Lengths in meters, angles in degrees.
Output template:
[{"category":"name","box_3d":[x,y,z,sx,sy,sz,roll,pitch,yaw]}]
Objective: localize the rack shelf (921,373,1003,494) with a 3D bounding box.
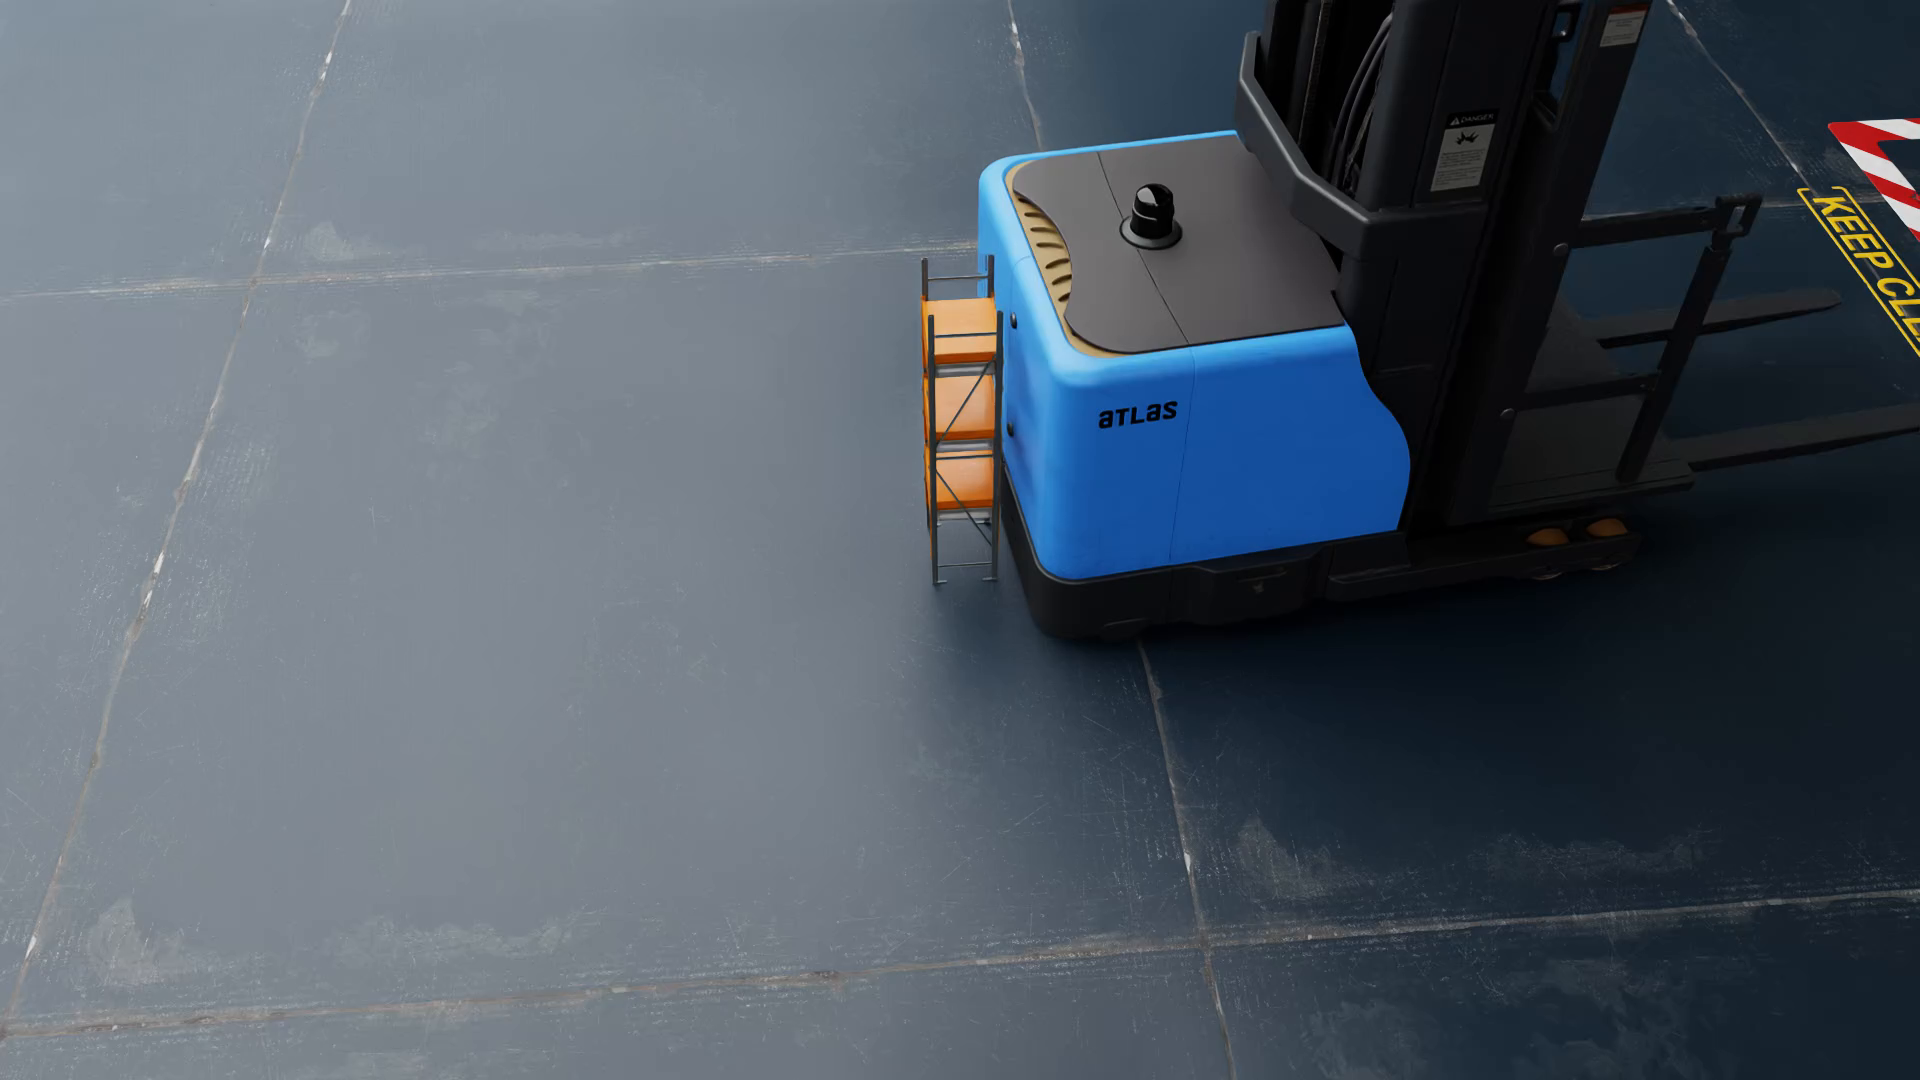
[{"category":"rack shelf","box_3d":[0.005,-0.315,4.840,0.215,0.259,0.240,-3,47,-3]}]

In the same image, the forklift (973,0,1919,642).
[{"category":"forklift","box_3d":[1.612,-1.254,4.419,3.031,2.935,1.130,-9,47,-8]}]

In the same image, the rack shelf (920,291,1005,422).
[{"category":"rack shelf","box_3d":[0.005,-0.510,4.634,0.215,0.259,0.240,-3,47,-3]}]

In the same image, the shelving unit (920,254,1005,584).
[{"category":"shelving unit","box_3d":[0.005,-0.322,4.832,0.215,1.050,0.252,-3,47,-3]}]

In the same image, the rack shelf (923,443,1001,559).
[{"category":"rack shelf","box_3d":[0.004,-0.124,5.042,0.215,0.259,0.240,-3,47,-3]}]

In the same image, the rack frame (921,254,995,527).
[{"category":"rack frame","box_3d":[-0.006,-0.411,4.916,0.200,1.050,0.008,-3,47,-3]}]

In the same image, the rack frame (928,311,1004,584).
[{"category":"rack frame","box_3d":[0.015,-0.234,4.749,0.200,1.050,0.008,-3,47,-3]}]
